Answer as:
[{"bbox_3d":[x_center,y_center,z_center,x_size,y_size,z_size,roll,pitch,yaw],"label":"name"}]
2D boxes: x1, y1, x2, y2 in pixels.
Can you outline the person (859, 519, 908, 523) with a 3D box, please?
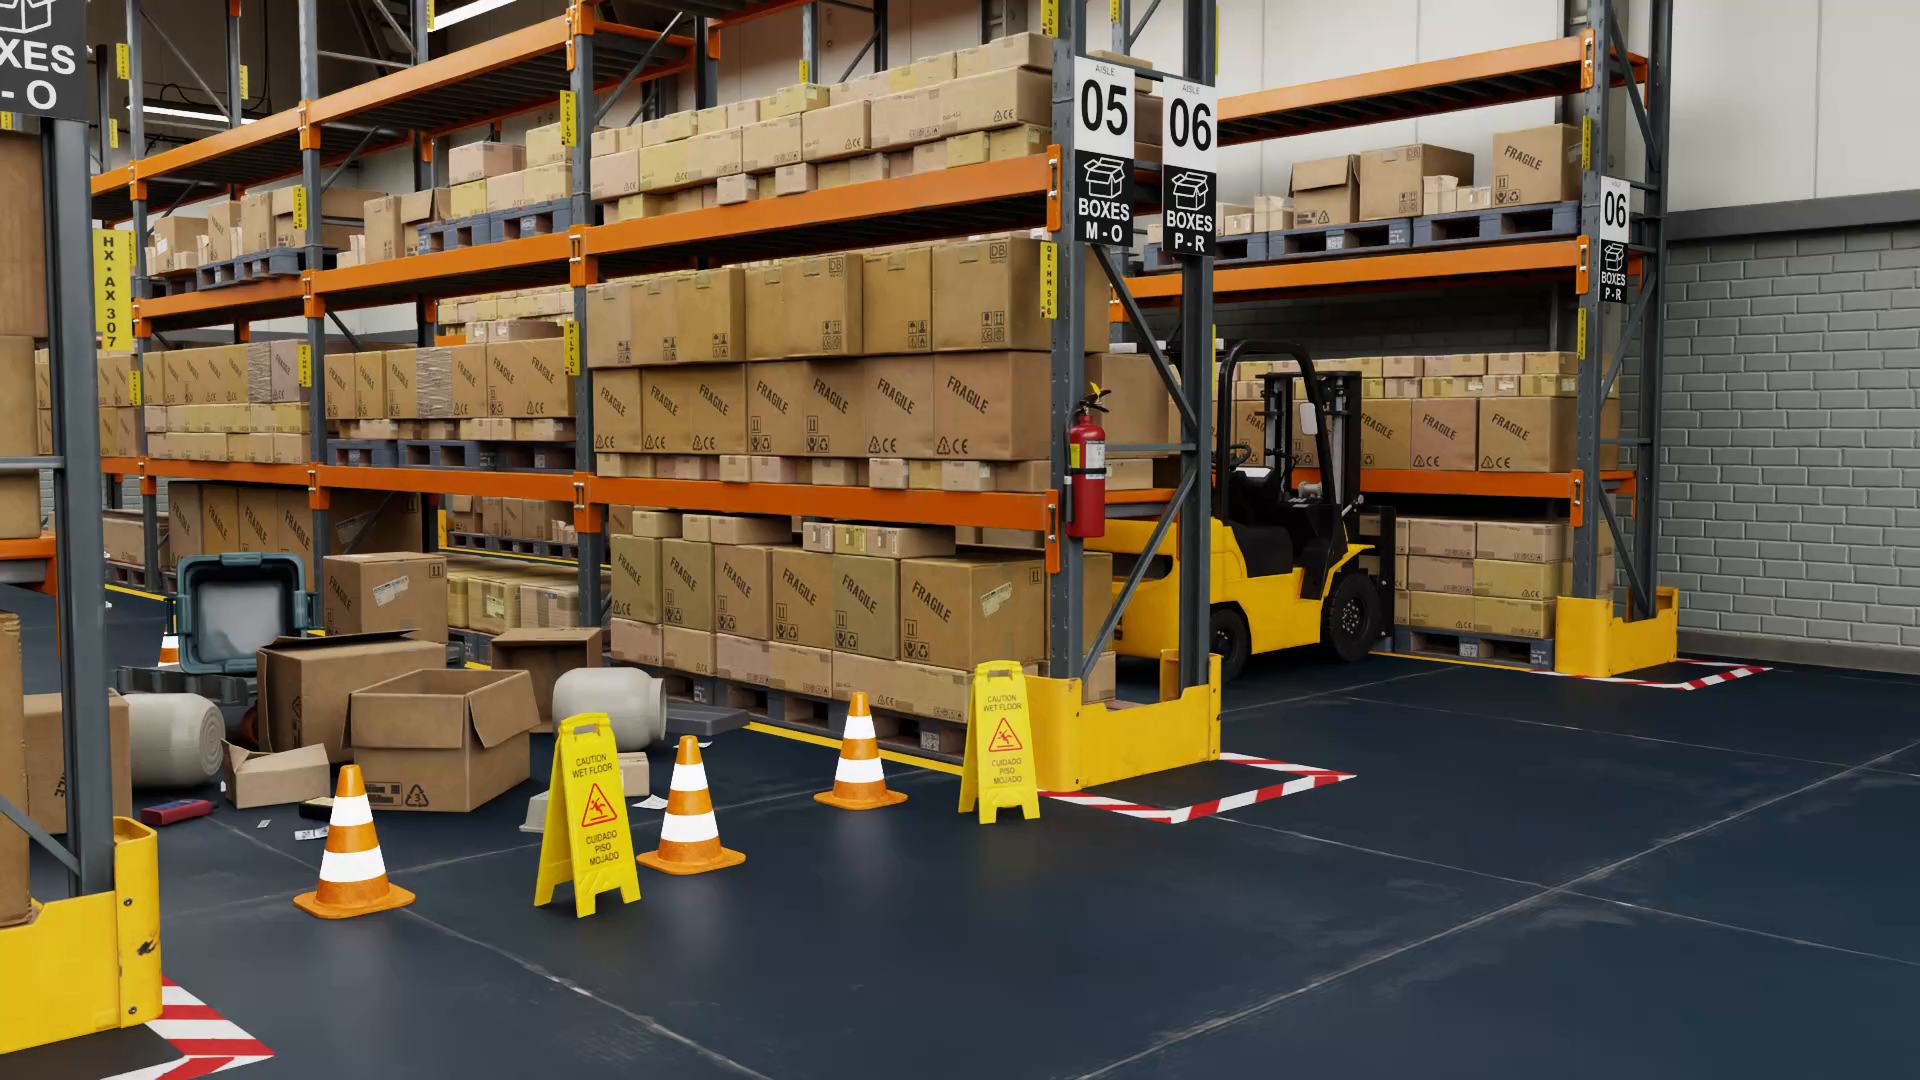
[{"bbox_3d":[-0.561,-0.075,11.712,0.819,1.712,0.639,1,4,9],"label":"person"}]
